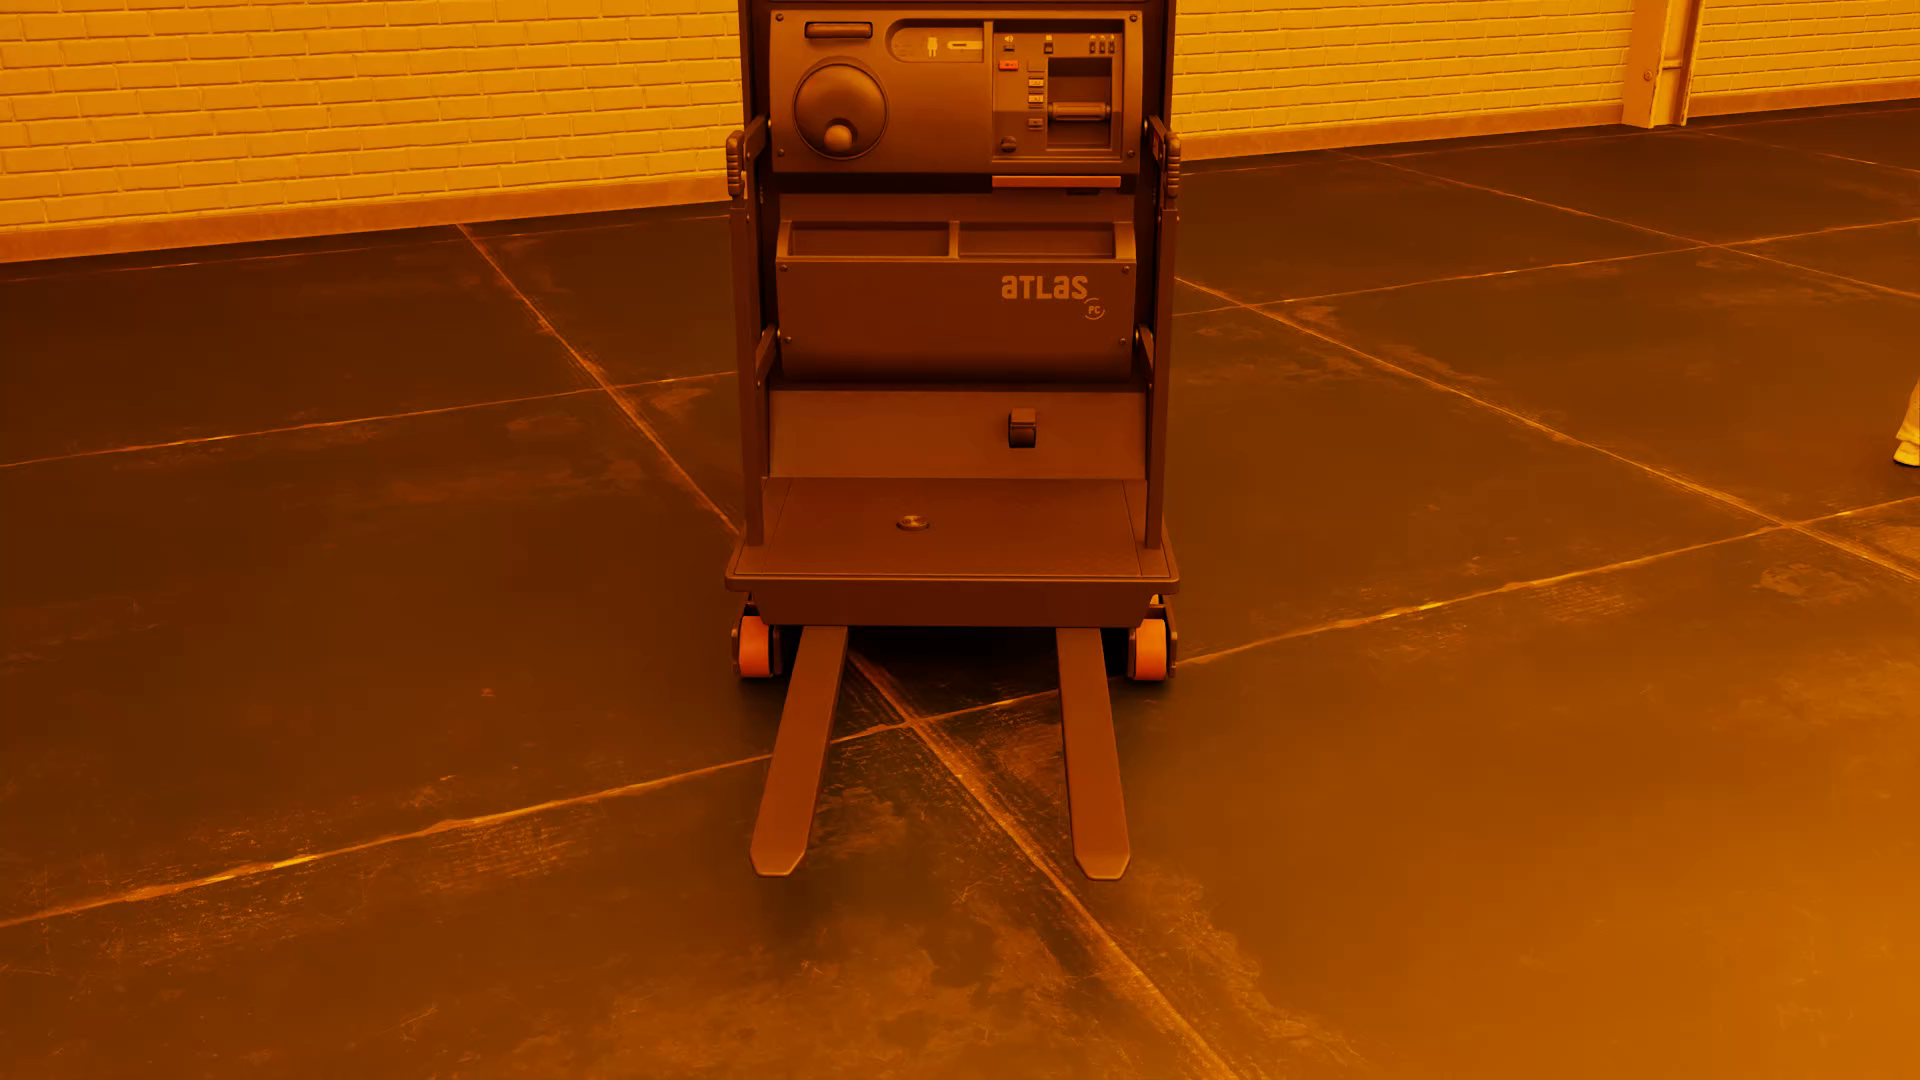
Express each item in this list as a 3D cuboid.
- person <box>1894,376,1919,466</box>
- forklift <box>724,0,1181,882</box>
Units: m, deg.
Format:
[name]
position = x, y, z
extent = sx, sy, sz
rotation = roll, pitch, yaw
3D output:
[person]
position = 3.398, -1.054, 5.335
extent = 0.435, 1.772, 0.643
rotation = -4, 23, -10
[forklift]
position = -0.012, -1.112, 3.963
extent = 1.130, 2.935, 3.031
rotation = 0, 23, 1
